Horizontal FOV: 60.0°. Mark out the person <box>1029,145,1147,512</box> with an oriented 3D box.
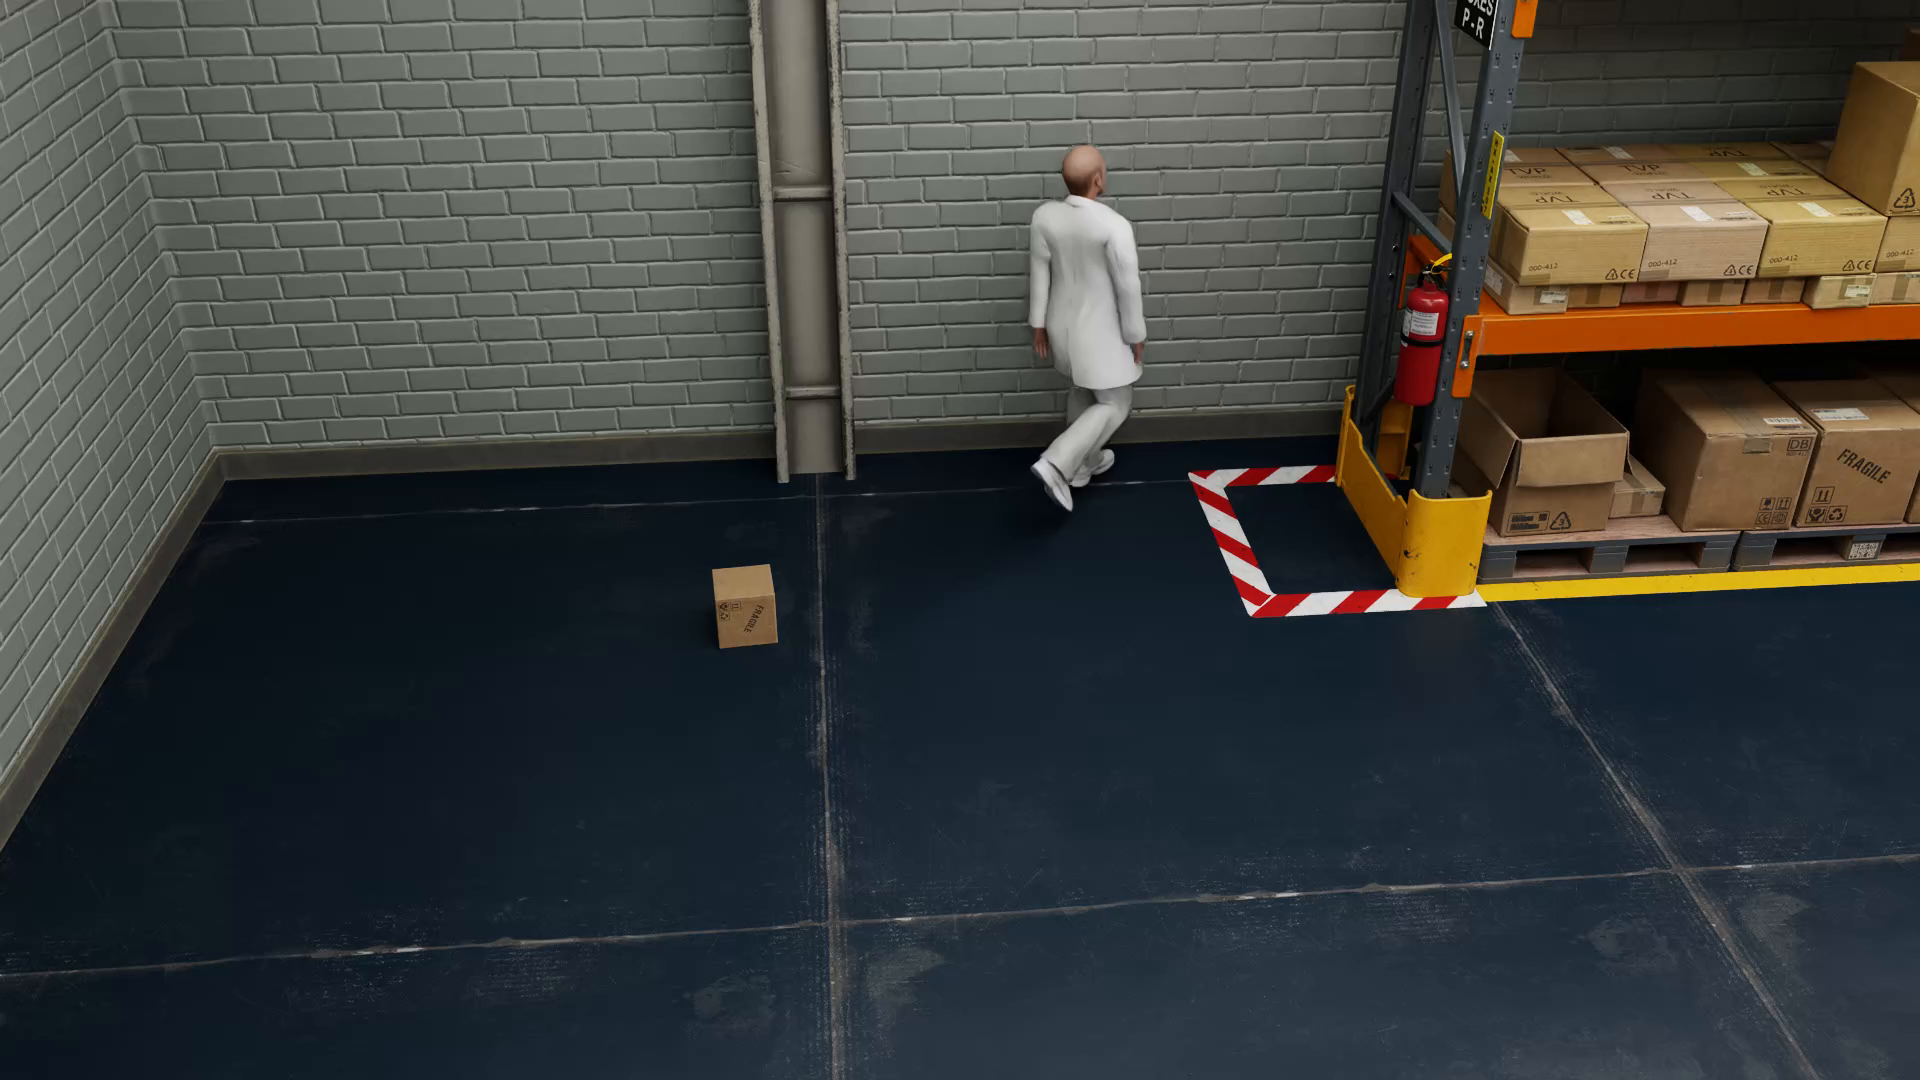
[{"bbox_3d":[0.574,-0.973,7.751,0.588,1.753,0.835,23,38,34],"label":"person"}]
